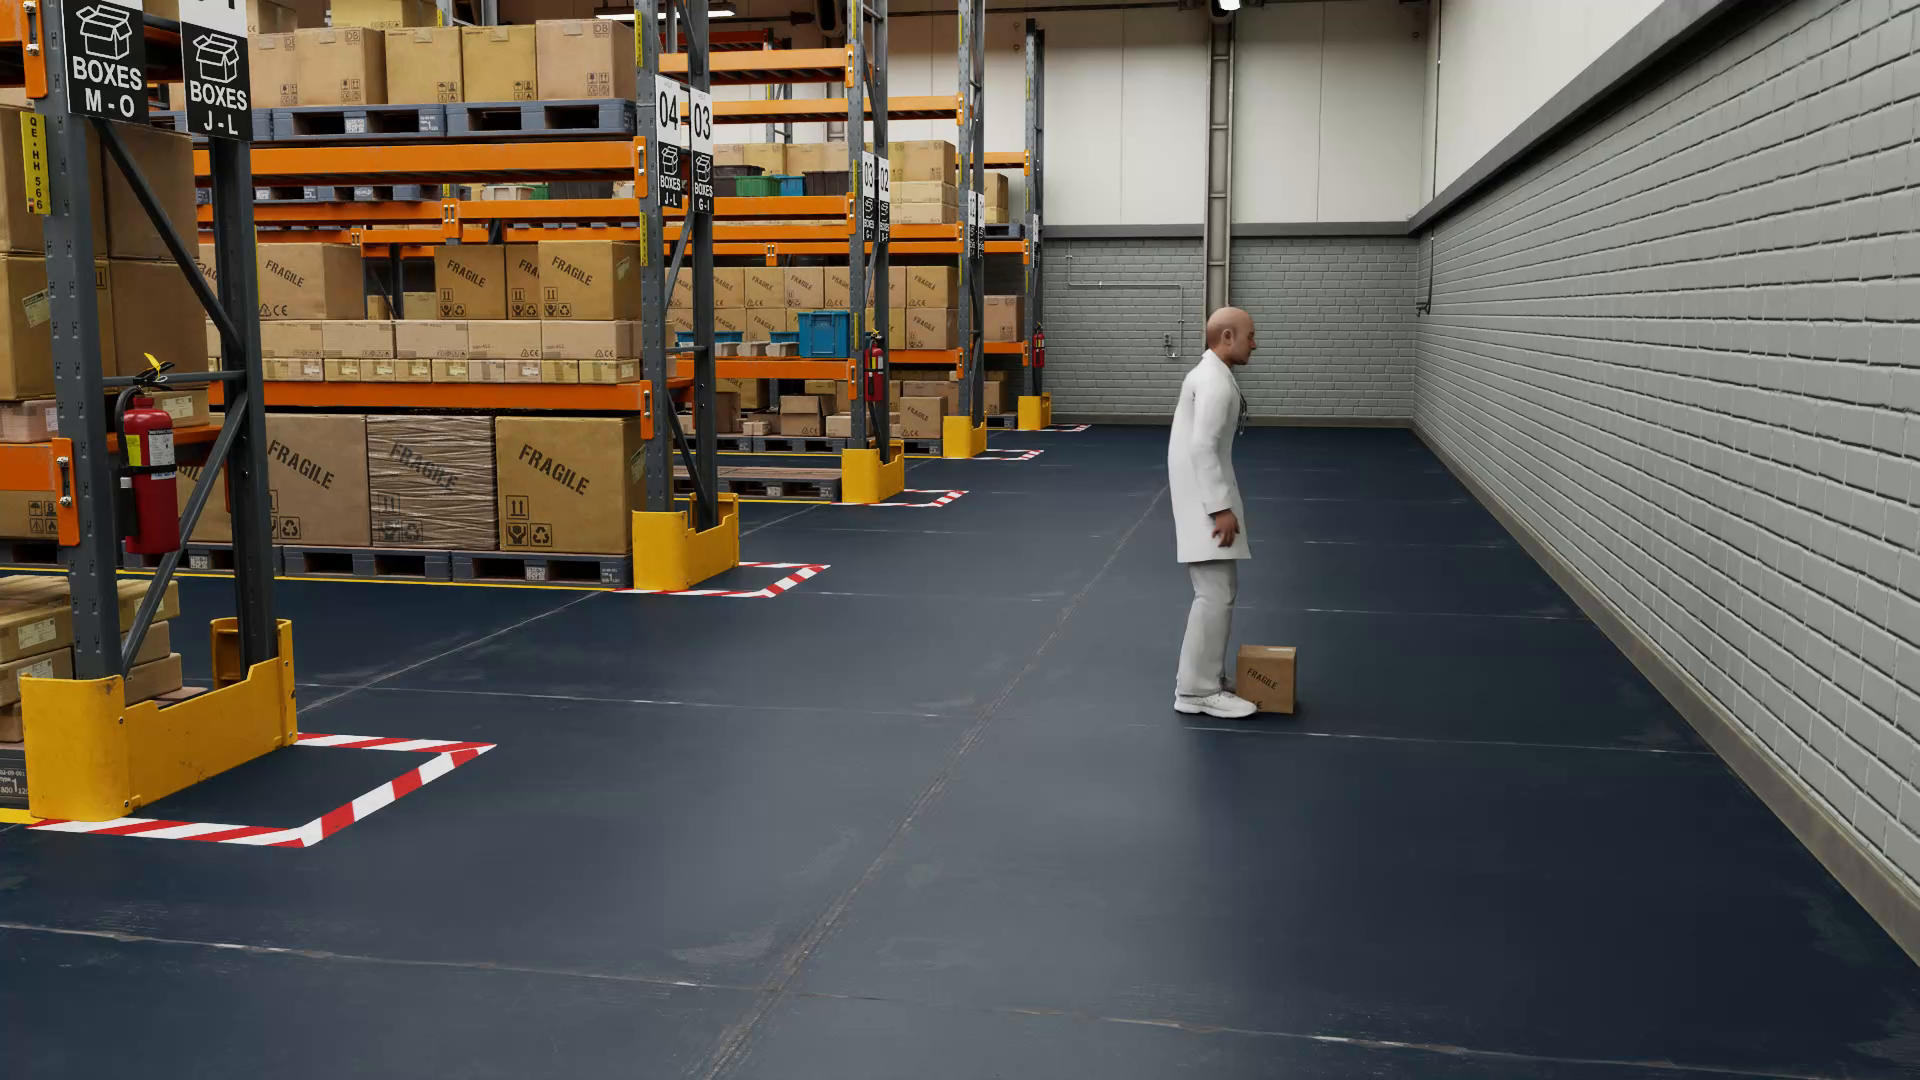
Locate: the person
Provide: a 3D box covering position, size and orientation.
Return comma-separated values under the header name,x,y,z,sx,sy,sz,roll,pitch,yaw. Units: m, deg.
name,x,y,z,sx,sy,sz,roll,pitch,yaw
person,1.131,-0.141,7.391,0.416,1.774,0.656,1,8,9
